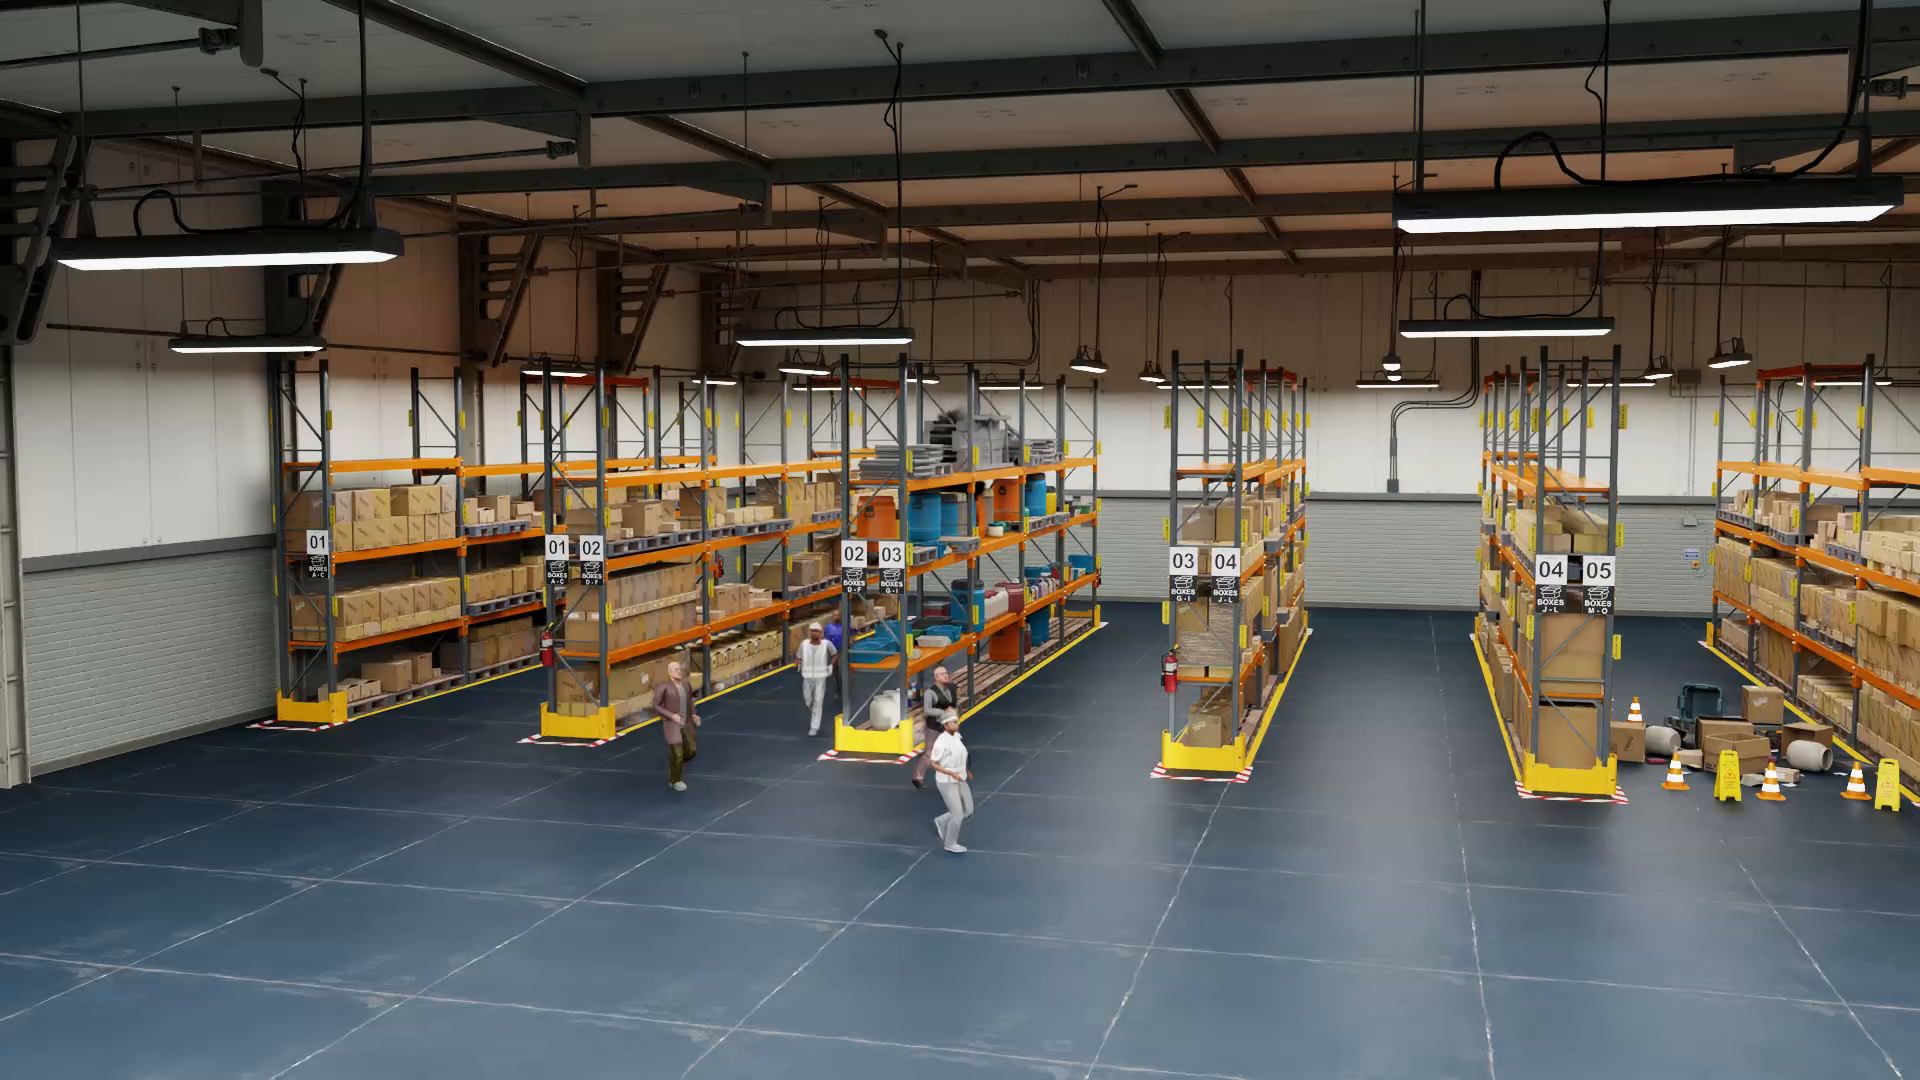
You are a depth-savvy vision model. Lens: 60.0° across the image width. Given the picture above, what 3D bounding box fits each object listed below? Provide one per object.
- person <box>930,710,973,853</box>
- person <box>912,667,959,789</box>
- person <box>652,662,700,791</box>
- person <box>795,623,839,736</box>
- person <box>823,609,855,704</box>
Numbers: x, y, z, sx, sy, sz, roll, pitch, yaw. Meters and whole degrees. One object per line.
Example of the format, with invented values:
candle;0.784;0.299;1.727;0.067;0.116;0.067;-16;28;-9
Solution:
person;-0.107;2.791;19.308;0.583;1.644;0.573;3;5;36
person;-0.254;2.554;22.175;0.662;1.760;0.887;-3;5;-37
person;-3.840;2.521;22.576;0.710;1.734;0.620;-4;6;-44
person;-2.308;2.205;26.674;0.681;1.766;0.878;0;4;6
person;-2.177;2.067;29.497;0.532;1.685;0.667;0;4;5
